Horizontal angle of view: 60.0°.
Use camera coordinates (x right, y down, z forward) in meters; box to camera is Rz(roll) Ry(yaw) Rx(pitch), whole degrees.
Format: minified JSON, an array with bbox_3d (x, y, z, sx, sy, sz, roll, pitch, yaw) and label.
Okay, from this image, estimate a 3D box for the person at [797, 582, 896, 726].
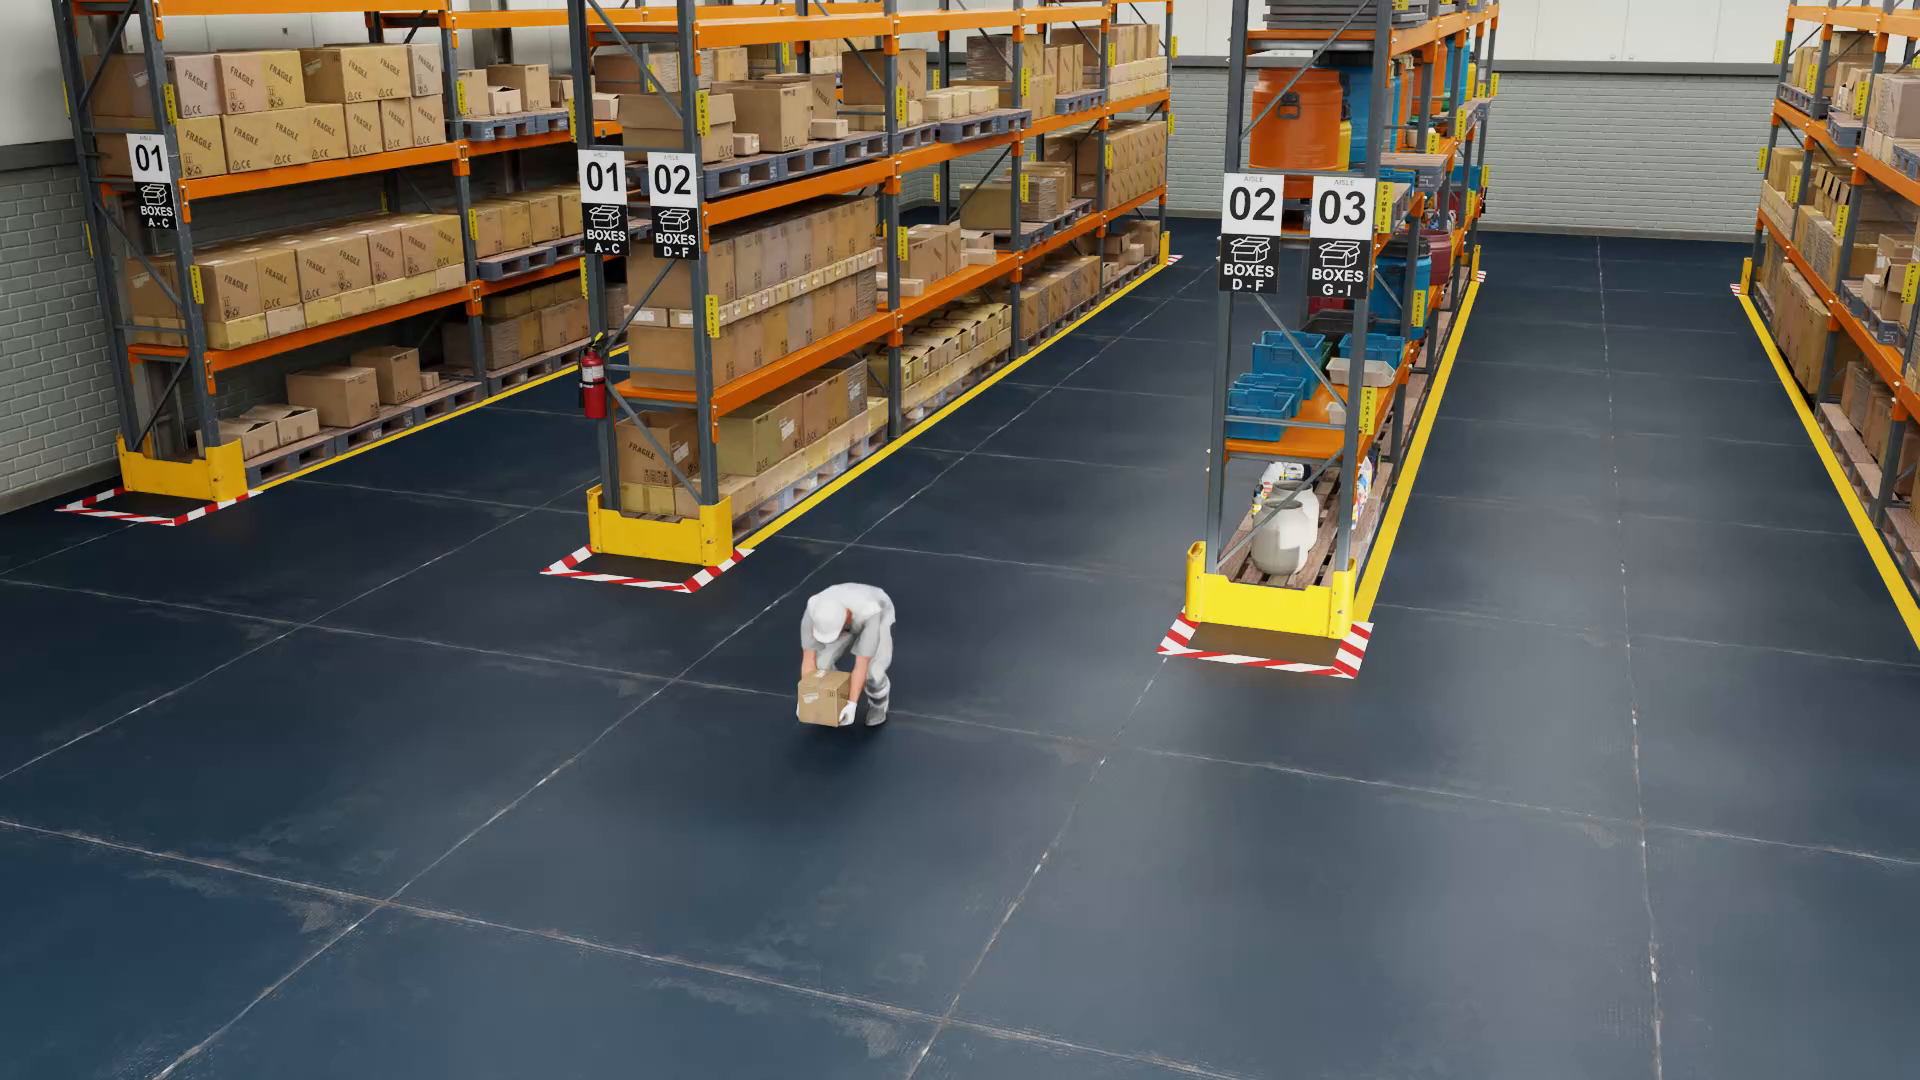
[{"bbox_3d":[-0.689,0.693,10.221,0.519,0.986,0.928,6,19,16],"label":"person"}]
